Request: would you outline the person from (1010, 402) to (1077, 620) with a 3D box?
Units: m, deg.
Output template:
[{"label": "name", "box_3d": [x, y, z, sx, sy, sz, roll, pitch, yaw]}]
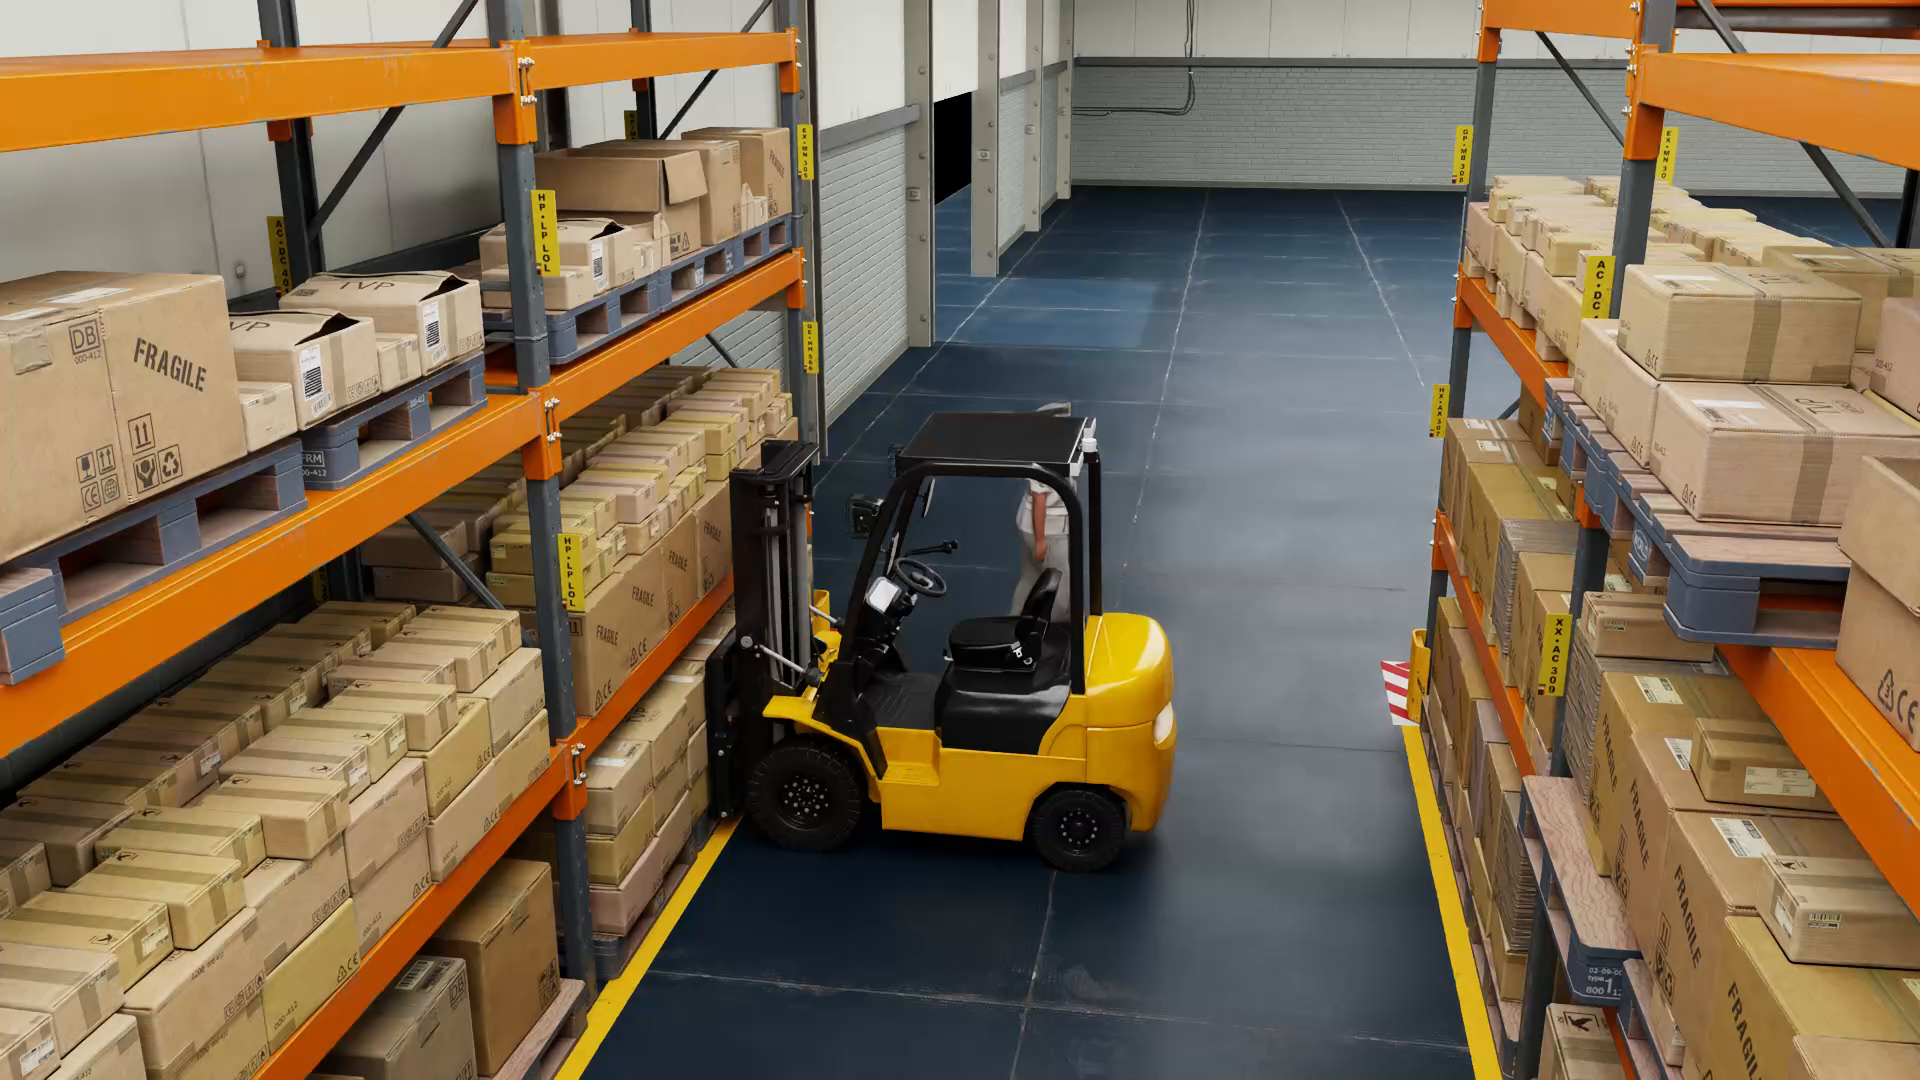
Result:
[{"label": "person", "box_3d": [0.554, -0.040, 11.166, 0.487, 1.785, 0.619, -1, 18, -4]}]
